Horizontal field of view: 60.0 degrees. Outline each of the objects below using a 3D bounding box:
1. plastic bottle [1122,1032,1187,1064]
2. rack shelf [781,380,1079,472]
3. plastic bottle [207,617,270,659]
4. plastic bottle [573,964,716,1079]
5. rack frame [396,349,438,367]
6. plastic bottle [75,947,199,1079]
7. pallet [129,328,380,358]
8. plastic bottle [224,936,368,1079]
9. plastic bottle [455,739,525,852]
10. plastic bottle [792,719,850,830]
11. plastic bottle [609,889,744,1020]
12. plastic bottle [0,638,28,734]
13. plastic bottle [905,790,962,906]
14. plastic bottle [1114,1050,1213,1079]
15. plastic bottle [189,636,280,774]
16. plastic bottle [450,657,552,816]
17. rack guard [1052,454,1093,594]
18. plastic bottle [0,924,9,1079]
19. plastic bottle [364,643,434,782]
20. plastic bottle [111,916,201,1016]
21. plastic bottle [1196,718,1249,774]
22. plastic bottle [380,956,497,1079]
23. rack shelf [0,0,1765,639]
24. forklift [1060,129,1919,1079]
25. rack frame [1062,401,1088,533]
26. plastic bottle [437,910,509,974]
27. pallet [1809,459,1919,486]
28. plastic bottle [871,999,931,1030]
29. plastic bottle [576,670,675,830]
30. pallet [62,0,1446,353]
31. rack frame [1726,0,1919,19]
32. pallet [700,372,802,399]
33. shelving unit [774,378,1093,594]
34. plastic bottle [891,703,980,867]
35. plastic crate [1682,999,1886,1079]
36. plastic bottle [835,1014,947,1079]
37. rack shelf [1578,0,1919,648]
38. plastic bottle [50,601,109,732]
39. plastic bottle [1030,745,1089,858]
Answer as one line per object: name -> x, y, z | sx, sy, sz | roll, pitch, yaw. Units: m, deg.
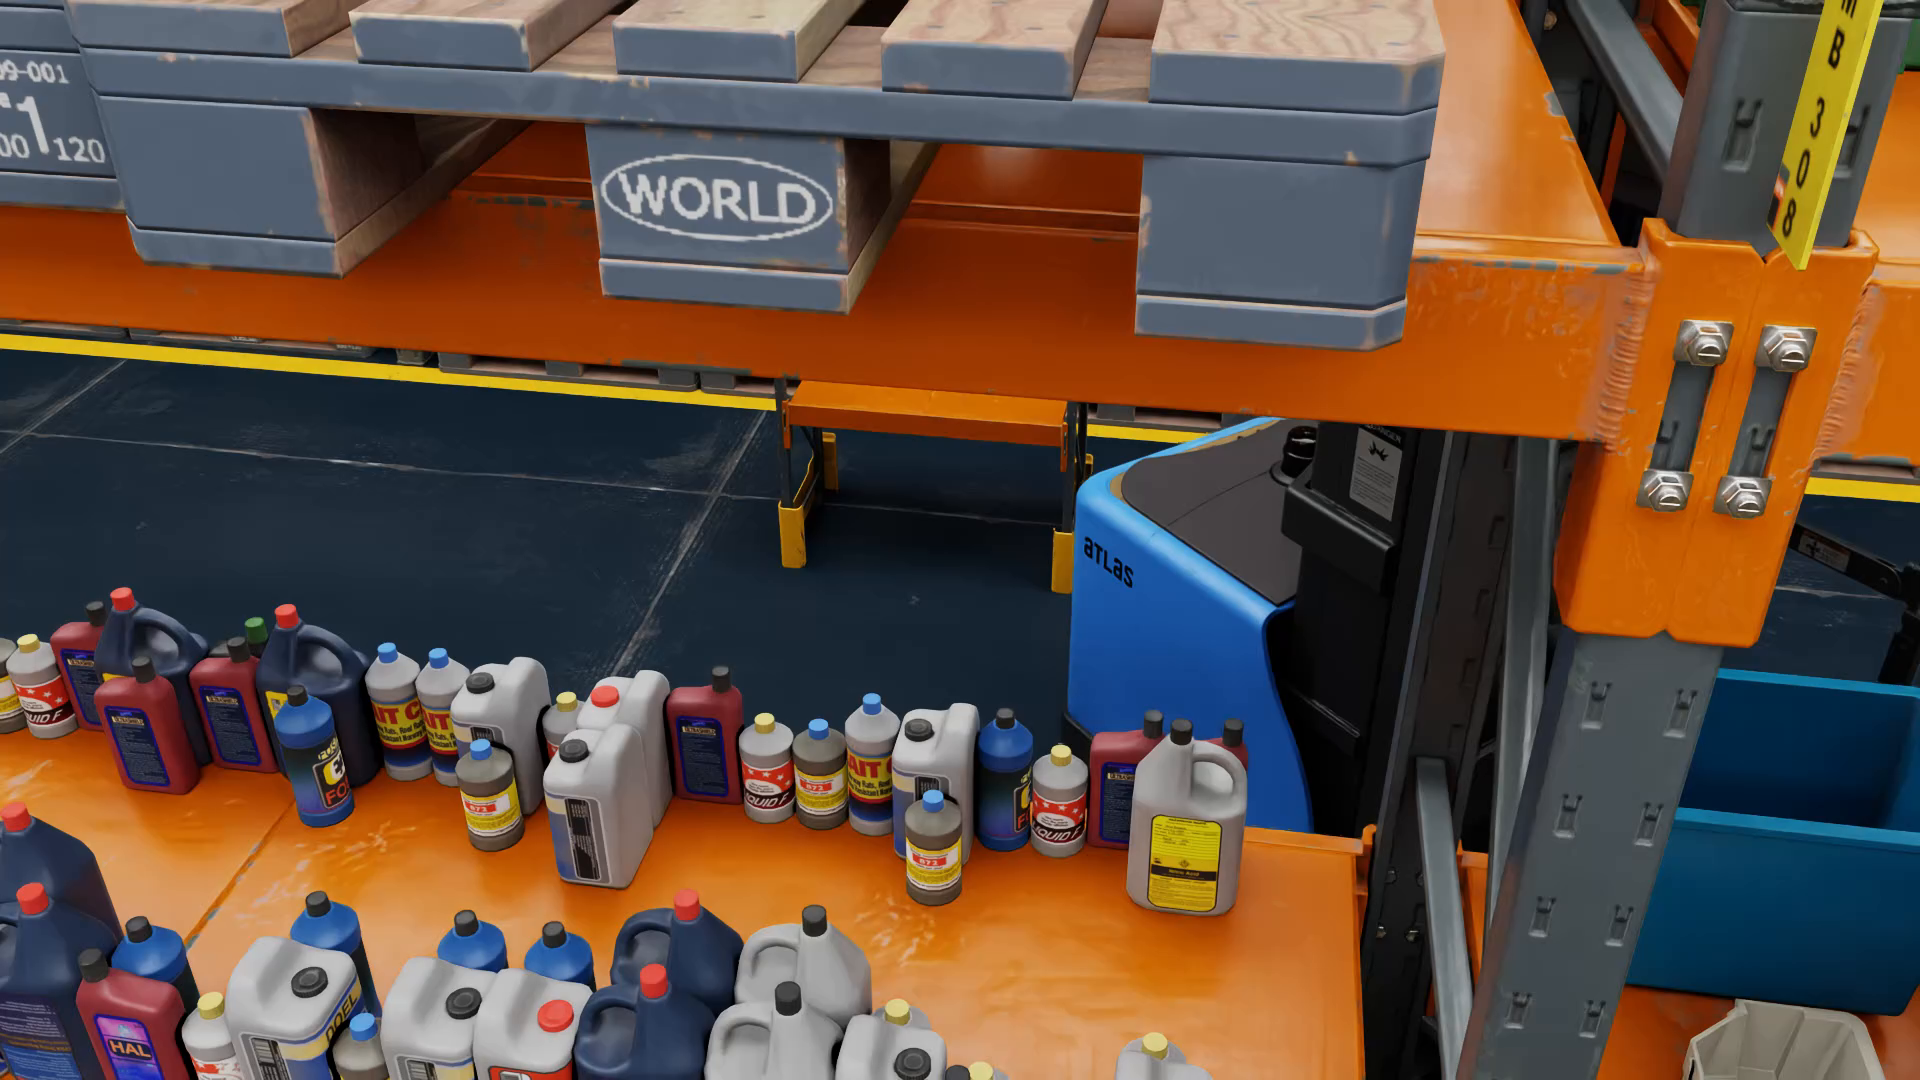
plastic bottle -> 0.271, 0.782, 2.361 | 0.097, 0.201, 0.097 | 0, 32, 0
rack shelf -> -0.084, -0.491, 5.960 | 1.000, 0.185, 0.538 | 5, 32, 8
plastic bottle -> -1.321, 0.266, 3.107 | 0.133, 0.283, 0.061 | 5, 32, 8
plastic bottle -> -0.432, 0.724, 2.313 | 0.185, 0.351, 0.144 | 5, 32, 8
rack frame -> -2.395, -2.317, 7.124 | 0.127, 3.000, 1.000 | 5, 32, 8
plastic bottle -> -1.186, 0.707, 2.404 | 0.133, 0.283, 0.061 | 5, 32, 8
pallet -> -3.200, -1.229, 8.014 | 1.213, 0.211, 1.003 | 5, 32, 8
plastic bottle -> -0.950, 0.707, 2.411 | 0.135, 0.276, 0.152 | 5, 32, 8
plastic bottle -> -0.825, 0.438, 2.911 | 0.097, 0.201, 0.097 | 0, 32, 0
plastic bottle -> -0.247, 0.408, 2.958 | 0.097, 0.201, 0.097 | 0, 32, 0
plastic bottle -> -0.408, 0.649, 2.433 | 0.185, 0.351, 0.144 | 5, 32, 8
plastic bottle -> -1.847, 0.263, 3.189 | 0.097, 0.201, 0.097 | 0, 32, 0
plastic bottle -> -0.044, 0.508, 2.798 | 0.097, 0.201, 0.097 | 0, 32, 0
plastic bottle -> 0.268, 0.817, 2.234 | 0.135, 0.276, 0.152 | 5, 32, 8
plastic bottle -> -1.331, 0.298, 3.056 | 0.133, 0.283, 0.061 | 5, 32, 8
plastic bottle -> -0.822, 0.339, 2.998 | 0.135, 0.276, 0.152 | 5, 32, 8
rack guard -> 0.416, -0.068, 6.124 | 0.087, 0.250, 0.587 | 5, 32, 8
plastic bottle -> -1.493, 0.658, 2.489 | 0.135, 0.276, 0.152 | 5, 32, 8
plastic bottle -> -1.028, 0.308, 3.052 | 0.097, 0.271, 0.097 | 0, 32, 0
plastic bottle -> -1.190, 0.669, 2.476 | 0.097, 0.271, 0.097 | 0, 32, 0
plastic bottle -> 0.422, 0.424, 2.855 | 0.133, 0.283, 0.061 | 5, 32, 8
plastic bottle -> -0.722, 0.727, 2.378 | 0.135, 0.276, 0.152 | 5, 32, 8
rack shelf -> -1.260, -0.515, 2.096 | 4.000, 0.370, 1.077 | 5, 32, 8
forklift -> 1.531, 0.013, 3.466 | 1.130, 2.935, 3.031 | -19, 37, -28
rack frame -> 0.417, -0.598, 5.792 | 0.032, 1.500, 0.500 | 5, 32, 8
plastic bottle -> -0.719, 0.662, 2.486 | 0.097, 0.271, 0.097 | 0, 32, 0
pallet -> 3.431, -0.608, 7.023 | 1.213, 0.211, 1.003 | 5, 32, 8
plastic bottle -> -0.089, 0.749, 2.413 | 0.097, 0.201, 0.097 | 0, 32, 0
plastic bottle -> -0.594, 0.360, 2.965 | 0.135, 0.276, 0.152 | 5, 32, 8
pallet -> -0.078, -0.580, 1.700 | 1.003, 0.211, 1.213 | 5, 32, 8
rack frame -> 0.711, -1.912, 0.824 | 0.127, 3.000, 1.000 | 5, 32, 8
pallet -> -0.466, -0.938, 7.550 | 1.213, 0.211, 1.003 | 5, 32, 8
shelving unit -> -0.075, -0.643, 5.863 | 1.083, 1.500, 0.587 | 5, 32, 8
plastic bottle -> -0.042, 0.410, 2.885 | 0.135, 0.276, 0.152 | 5, 32, 8
plastic crate -> 1.146, 0.833, 2.284 | 0.243, 0.136, 0.396 | 5, 32, 8
plastic bottle -> -0.092, 0.784, 2.287 | 0.135, 0.276, 0.152 | 5, 32, 8
rack shelf -> 2.683, -0.157, 1.525 | 4.000, 0.370, 1.077 | 5, 32, 8
plastic bottle -> -1.635, 0.238, 3.153 | 0.133, 0.283, 0.061 | 5, 32, 8
plastic bottle -> 0.173, 0.446, 2.897 | 0.097, 0.201, 0.097 | 0, 32, 0
